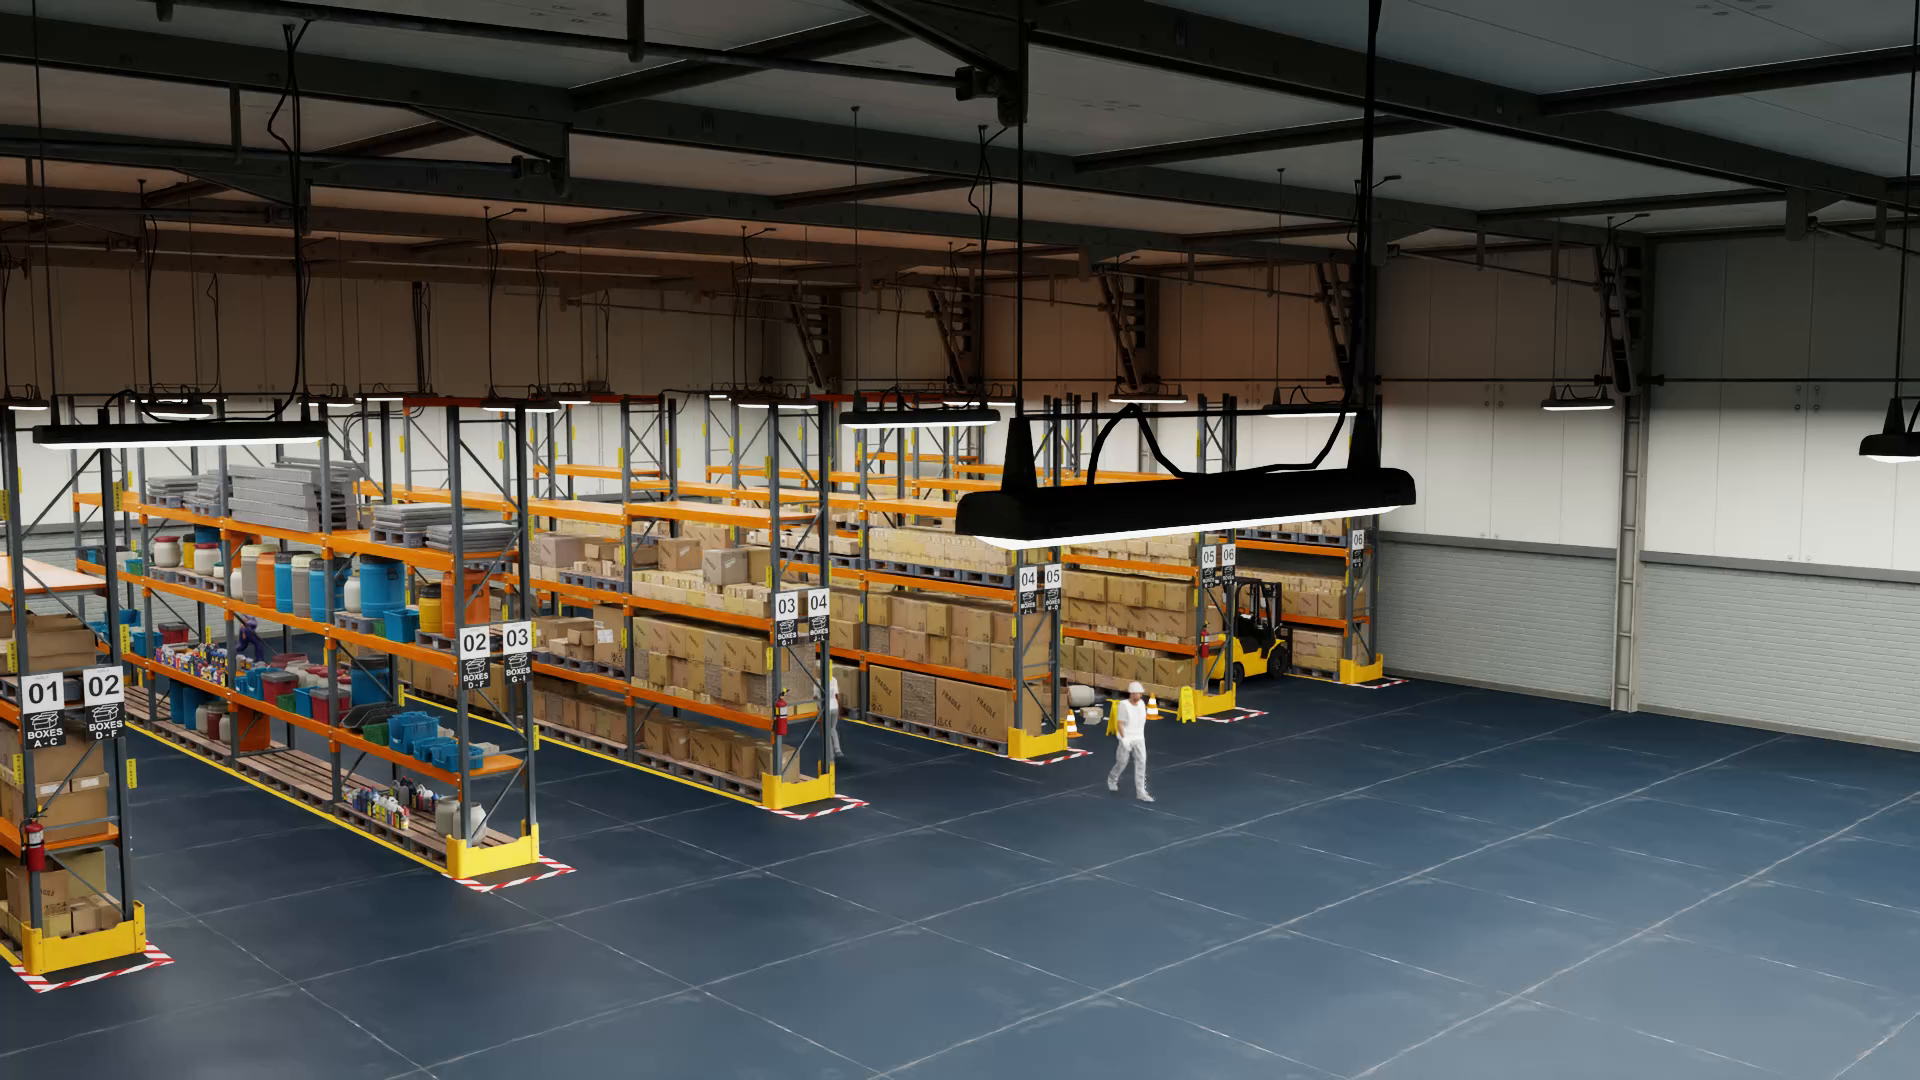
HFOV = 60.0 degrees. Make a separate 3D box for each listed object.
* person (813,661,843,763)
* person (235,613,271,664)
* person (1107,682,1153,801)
[{"bbox_3d":[-2.195,2.833,27.494,0.500,1.672,0.447,-3,6,-31],"label":"person"},{"bbox_3d":[-15.730,1.991,36.650,1.001,1.588,0.482,-2,6,-24],"label":"person"},{"bbox_3d":[2.618,3.028,25.195,0.646,1.749,0.927,-4,7,-39],"label":"person"}]
